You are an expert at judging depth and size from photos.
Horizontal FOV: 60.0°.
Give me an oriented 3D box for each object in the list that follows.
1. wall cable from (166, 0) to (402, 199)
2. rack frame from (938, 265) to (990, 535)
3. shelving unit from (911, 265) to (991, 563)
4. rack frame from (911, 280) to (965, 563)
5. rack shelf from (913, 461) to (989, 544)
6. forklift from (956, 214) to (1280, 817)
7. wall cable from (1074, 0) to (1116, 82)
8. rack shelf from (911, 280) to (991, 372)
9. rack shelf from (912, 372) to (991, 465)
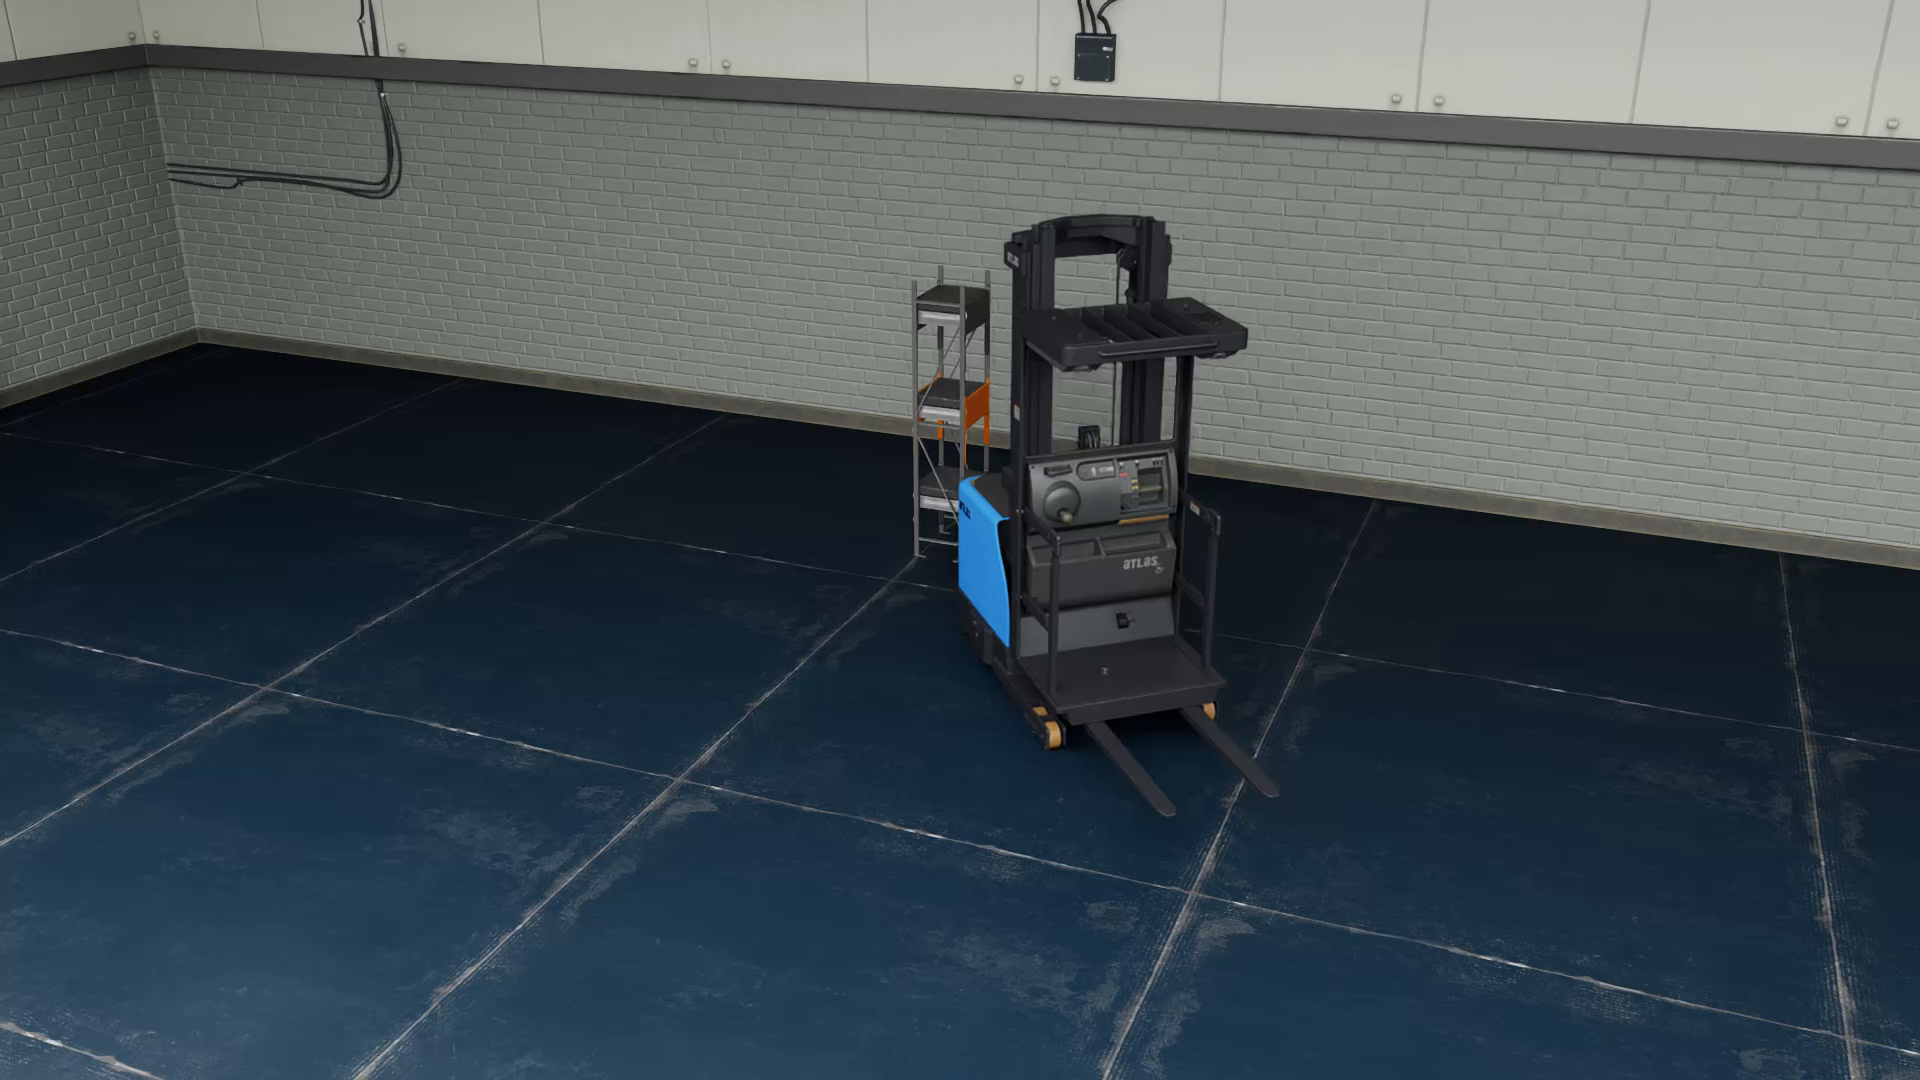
[{"bbox_3d":[-6.822,-4.626,16.179,3.097,2.526,0.112,9,24,20],"label":"wall cable"},{"bbox_3d":[0.029,-0.997,12.413,0.400,2.100,0.015,9,24,20],"label":"rack frame"},{"bbox_3d":[-0.061,-0.910,12.203,0.431,2.100,0.503,9,24,20],"label":"shelving unit"},{"bbox_3d":[-0.152,-0.822,11.994,0.400,2.100,0.015,9,24,20],"label":"rack frame"},{"bbox_3d":[-0.061,-0.251,12.479,0.431,0.518,0.480,9,24,20],"label":"rack shelf"},{"bbox_3d":[0.921,-0.294,9.650,1.130,2.935,3.031,-7,24,-17],"label":"forklift"},{"bbox_3d":[1.986,-6.263,11.657,2.305,6.003,0.169,9,24,20],"label":"wall cable"},{"bbox_3d":[-0.062,-1.543,11.939,0.431,0.518,0.480,9,24,20],"label":"rack shelf"},{"bbox_3d":[-0.061,-0.897,12.209,0.431,0.518,0.480,9,24,20],"label":"rack shelf"}]
